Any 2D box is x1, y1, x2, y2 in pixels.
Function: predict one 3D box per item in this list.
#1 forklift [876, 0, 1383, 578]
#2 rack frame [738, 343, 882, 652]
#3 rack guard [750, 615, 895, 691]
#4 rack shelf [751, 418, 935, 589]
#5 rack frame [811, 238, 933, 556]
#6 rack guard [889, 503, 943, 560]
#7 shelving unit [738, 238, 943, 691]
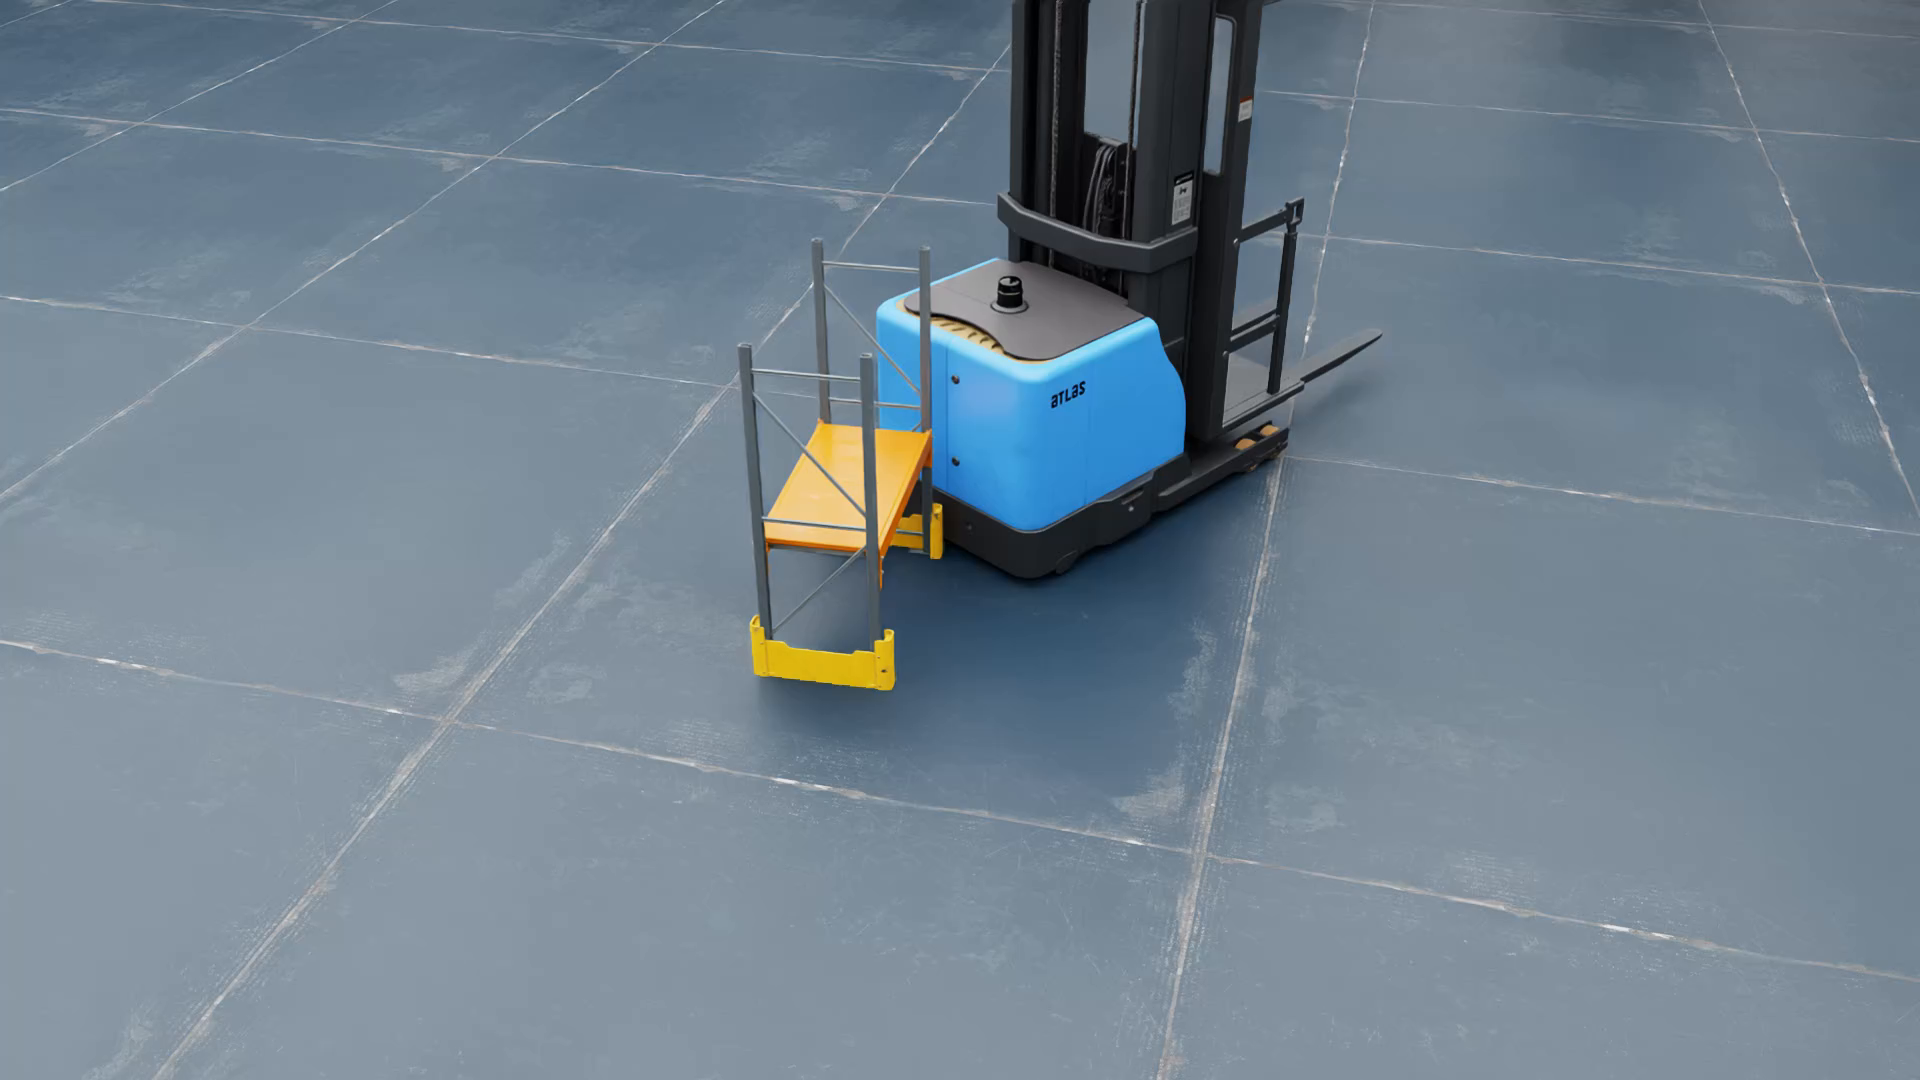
[{"bbox_3d":[1.015,-1.752,7.774,3.031,2.935,1.130,-28,42,-36],"label":"forklift"},{"bbox_3d":[-0.563,-0.057,6.441,0.500,1.500,0.032,6,33,9],"label":"rack frame"},{"bbox_3d":[-0.560,0.461,6.793,0.587,0.250,0.087,6,33,9],"label":"rack guard"},{"bbox_3d":[-0.467,-0.173,6.959,0.538,0.185,1.000,6,33,9],"label":"rack shelf"},{"bbox_3d":[-0.371,-0.592,7.284,0.500,1.500,0.032,6,33,9],"label":"rack frame"},{"bbox_3d":[-0.371,-0.064,7.618,0.587,0.250,0.087,6,33,9],"label":"rack guard"},{"bbox_3d":[-0.466,-0.329,6.870,0.587,1.500,1.083,6,33,9],"label":"shelving unit"}]
